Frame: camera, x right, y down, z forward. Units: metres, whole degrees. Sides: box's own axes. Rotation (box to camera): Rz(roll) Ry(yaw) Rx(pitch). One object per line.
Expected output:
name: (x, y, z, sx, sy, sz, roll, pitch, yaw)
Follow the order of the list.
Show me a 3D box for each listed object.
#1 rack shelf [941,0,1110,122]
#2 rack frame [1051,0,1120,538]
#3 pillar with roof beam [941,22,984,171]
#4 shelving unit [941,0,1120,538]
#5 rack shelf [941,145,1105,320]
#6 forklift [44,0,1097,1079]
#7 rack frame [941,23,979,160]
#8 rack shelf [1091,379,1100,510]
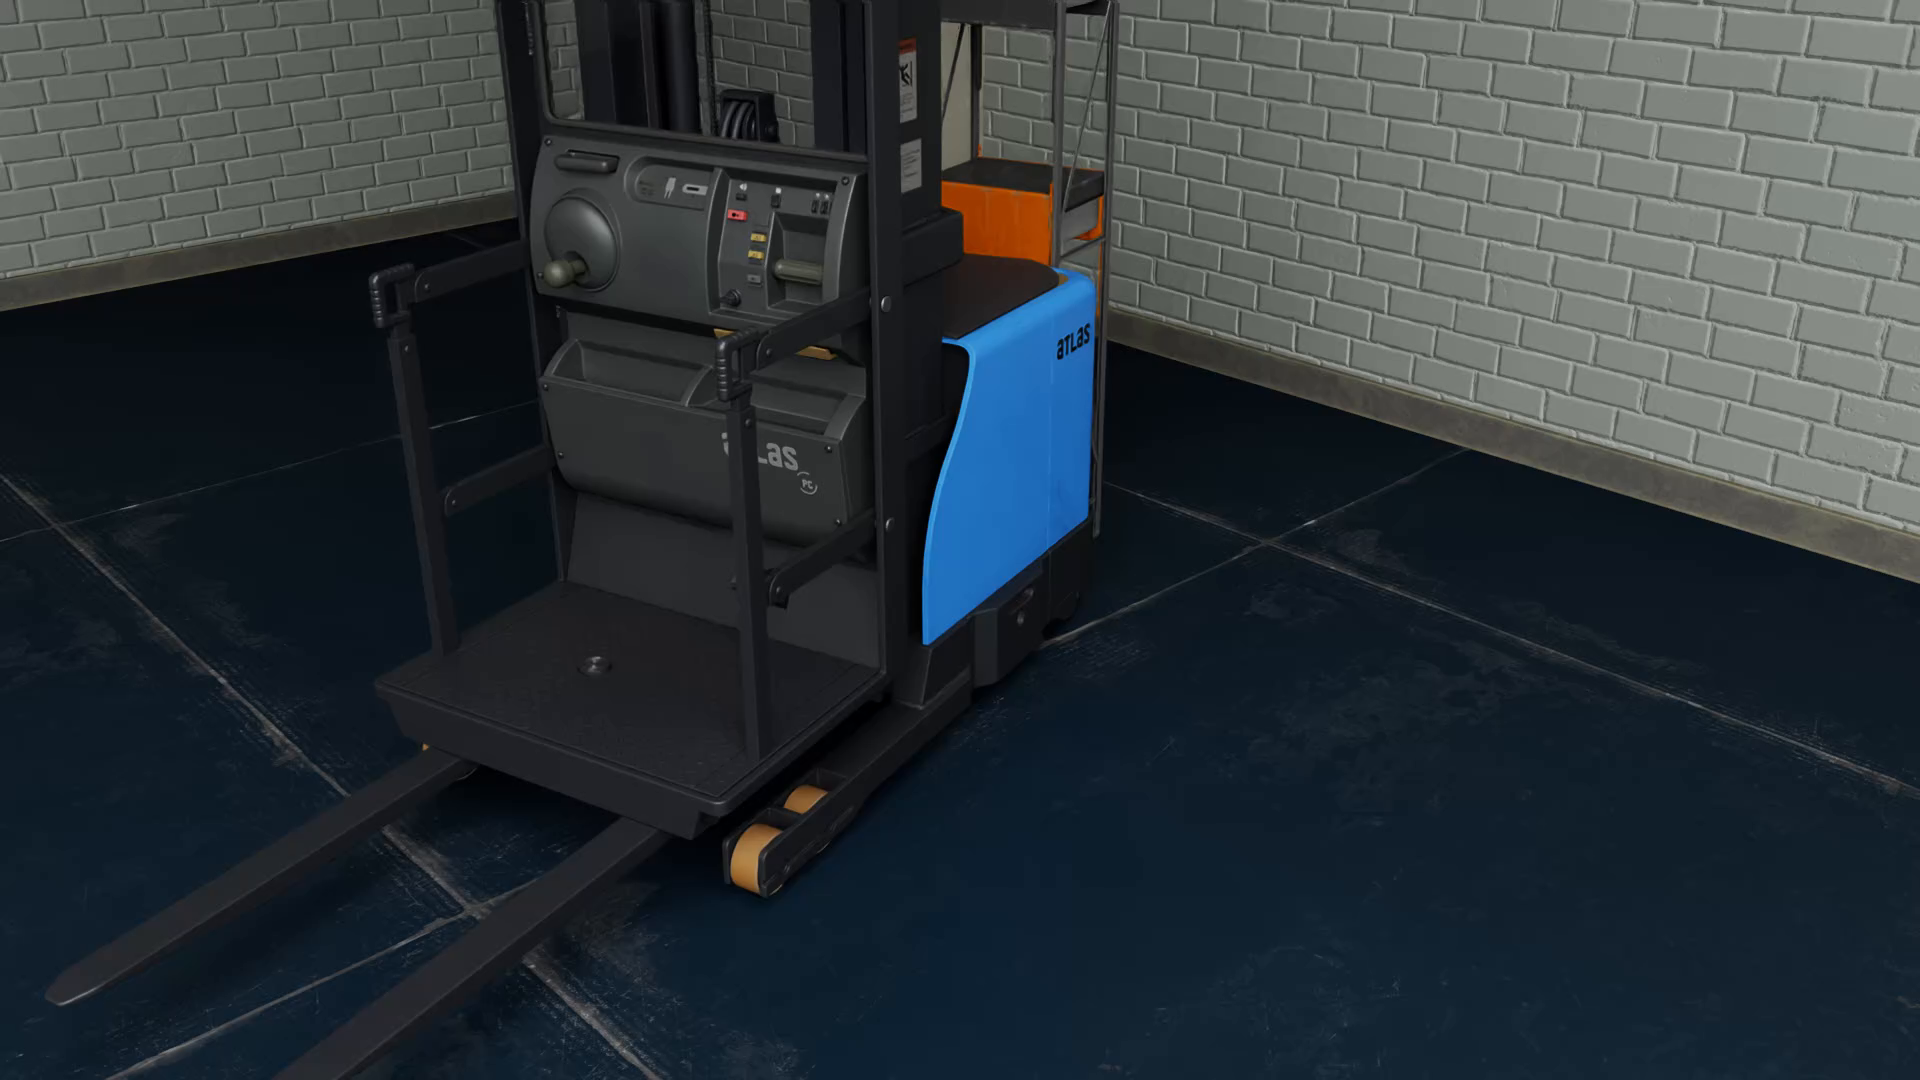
rack shelf: (0.169, -1.583, 5.035, 0.480, 0.518, 0.431, 13, 28, 27)
rack frame: (0.381, -0.908, 5.210, 0.015, 2.100, 0.400, 13, 28, 27)
pillar with roof beam: (-3.273, -4.107, 3.911, 9.100, 9.000, 0.400, -21, 32, -38)
shelving unit: (0.169, -0.958, 5.320, 0.503, 2.100, 0.431, 13, 28, 27)
rack shelf: (0.169, -0.946, 5.326, 0.480, 0.518, 0.431, 13, 28, 27)
forklift: (-0.754, -0.714, 3.783, 1.130, 2.935, 3.031, 13, 28, 27)
rack frame: (-0.043, -1.009, 5.431, 0.015, 2.100, 0.400, 13, 28, 27)
rack shelf: (0.169, -0.309, 5.617, 0.480, 0.518, 0.431, 13, 28, 27)
